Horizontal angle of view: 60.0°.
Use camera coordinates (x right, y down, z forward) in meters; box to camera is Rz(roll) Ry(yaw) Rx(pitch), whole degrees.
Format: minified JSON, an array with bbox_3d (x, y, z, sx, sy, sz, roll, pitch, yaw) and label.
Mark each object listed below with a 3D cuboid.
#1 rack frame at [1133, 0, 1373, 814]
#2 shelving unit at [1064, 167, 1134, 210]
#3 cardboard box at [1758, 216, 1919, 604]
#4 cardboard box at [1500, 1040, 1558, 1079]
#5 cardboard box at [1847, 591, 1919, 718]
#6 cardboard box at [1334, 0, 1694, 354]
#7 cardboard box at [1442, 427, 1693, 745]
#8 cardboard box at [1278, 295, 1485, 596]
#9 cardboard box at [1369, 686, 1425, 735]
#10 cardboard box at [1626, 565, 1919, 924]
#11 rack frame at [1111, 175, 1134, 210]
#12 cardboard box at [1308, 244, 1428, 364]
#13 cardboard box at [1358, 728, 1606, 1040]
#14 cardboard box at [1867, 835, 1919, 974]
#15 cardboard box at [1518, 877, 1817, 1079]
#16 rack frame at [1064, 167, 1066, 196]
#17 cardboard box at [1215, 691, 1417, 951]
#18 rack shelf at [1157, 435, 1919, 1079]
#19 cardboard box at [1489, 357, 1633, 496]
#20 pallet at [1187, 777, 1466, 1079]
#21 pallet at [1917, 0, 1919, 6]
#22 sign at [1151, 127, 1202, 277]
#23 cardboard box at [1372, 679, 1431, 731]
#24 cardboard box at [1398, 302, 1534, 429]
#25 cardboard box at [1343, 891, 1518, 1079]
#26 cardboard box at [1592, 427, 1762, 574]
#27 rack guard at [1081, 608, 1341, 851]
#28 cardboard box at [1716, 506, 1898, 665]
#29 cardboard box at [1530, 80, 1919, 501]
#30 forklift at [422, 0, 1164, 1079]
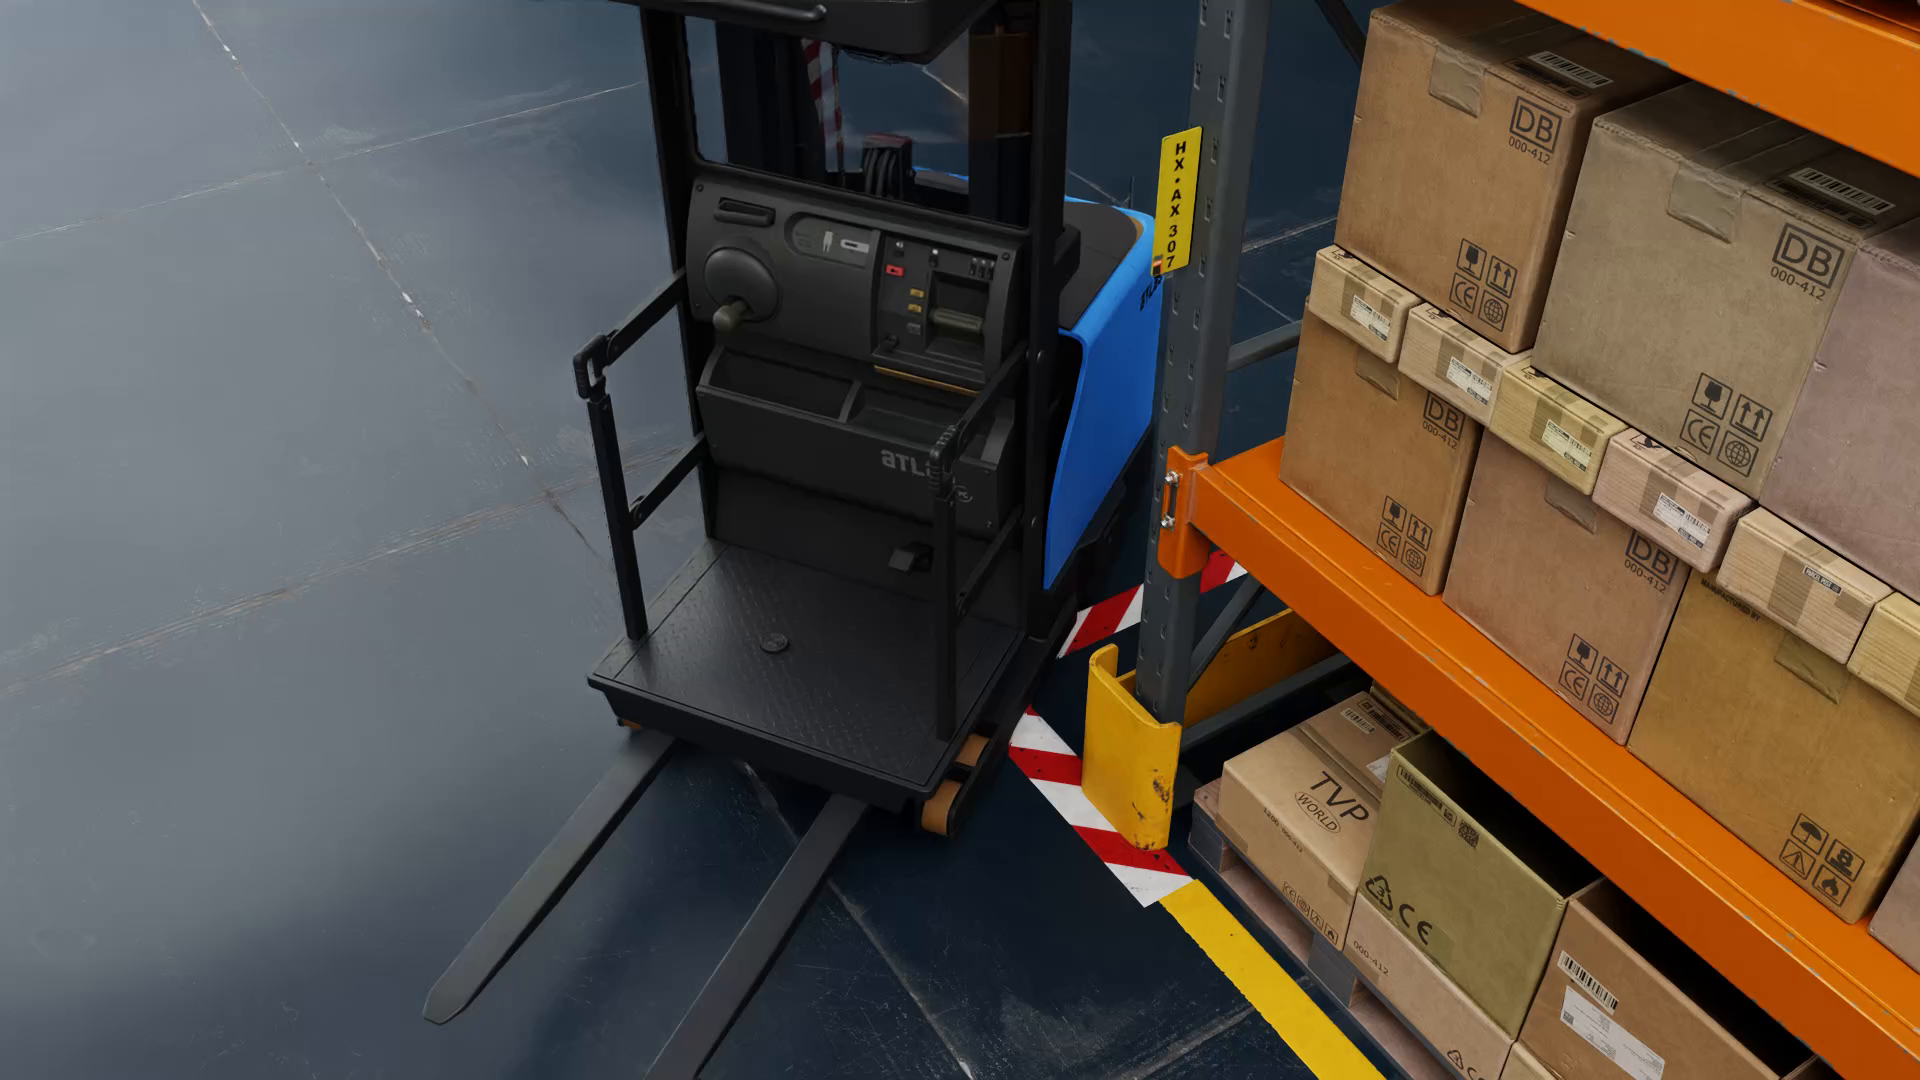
[{"bbox_3d":[0.929,-0.539,4.053,1.000,3.000,0.127,-22,45,-24],"label":"rack frame"},{"bbox_3d":[0.429,-0.795,5.885,0.252,1.050,0.215,16,42,18],"label":"shelving unit"},{"bbox_3d":[1.756,-0.237,2.599,0.700,0.500,0.500,-22,45,-24],"label":"cardboard box"},{"bbox_3d":[1.570,1.261,3.713,0.500,0.250,0.500,-22,45,-24],"label":"cardboard box"},{"bbox_3d":[1.652,0.154,2.637,0.380,0.149,0.250,-23,45,-25],"label":"cardboard box"},{"bbox_3d":[1.197,-0.790,3.264,0.700,0.500,0.500,-22,45,-24],"label":"cardboard box"},{"bbox_3d":[1.455,-0.039,3.375,0.700,0.500,0.500,-21,44,-23],"label":"cardboard box"},{"bbox_3d":[1.169,-0.321,3.713,0.700,0.500,0.500,-22,45,-24],"label":"cardboard box"},{"bbox_3d":[1.466,0.544,4.574,0.500,0.250,0.500,-22,45,-24],"label":"cardboard box"},{"bbox_3d":[1.717,0.231,3.051,0.700,0.500,0.500,-22,45,-24],"label":"cardboard box"},{"bbox_3d":[0.540,-0.764,5.846,0.008,1.050,0.200,16,42,18],"label":"rack frame"},{"bbox_3d":[0.958,-0.540,3.470,0.380,0.149,0.250,-23,45,-25],"label":"cardboard box"},{"bbox_3d":[1.300,0.704,3.796,0.500,0.500,0.500,-22,45,-24],"label":"cardboard box"},{"bbox_3d":[2.004,0.514,2.712,0.700,0.500,0.500,-21,44,-23],"label":"cardboard box"},{"bbox_3d":[1.579,0.969,3.478,0.500,0.500,0.500,-22,45,-24],"label":"cardboard box"},{"bbox_3d":[0.317,-0.827,5.923,0.008,1.050,0.200,16,42,18],"label":"rack frame"},{"bbox_3d":[1.029,0.723,4.360,0.500,0.250,0.500,-22,45,-24],"label":"cardboard box"},{"bbox_3d":[2.004,0.817,2.988,1.077,0.370,4.000,-22,45,-24],"label":"rack shelf"},{"bbox_3d":[1.235,-0.264,3.138,0.380,0.149,0.250,-22,45,-24],"label":"cardboard box"},{"bbox_3d":[1.375,0.931,4.468,1.003,0.211,1.213,-22,45,-24],"label":"pallet"},{"bbox_3d":[1.947,-0.607,1.861,1.003,0.211,1.213,-22,45,-24],"label":"pallet"},{"bbox_3d":[0.457,-0.714,3.525,0.100,0.325,0.005,-22,45,-24],"label":"sign"},{"bbox_3d":[1.468,0.255,4.334,0.500,0.500,0.500,-22,45,-24],"label":"cardboard box"},{"bbox_3d":[1.102,-0.399,3.300,0.380,0.149,0.250,-23,45,-25],"label":"cardboard box"},{"bbox_3d":[1.301,0.991,4.037,0.500,0.250,0.500,-22,45,-24],"label":"cardboard box"},{"bbox_3d":[1.369,-0.127,2.974,0.380,0.149,0.250,-23,45,-25],"label":"cardboard box"},{"bbox_3d":[0.916,0.409,4.869,1.175,0.500,0.348,-22,45,-24],"label":"rack guard"},{"bbox_3d":[1.514,0.016,2.802,0.380,0.149,0.250,-24,45,-26],"label":"cardboard box"},{"bbox_3d":[1.485,-0.508,2.925,0.700,0.500,0.500,-23,45,-25],"label":"cardboard box"},{"bbox_3d":[-0.382,-0.601,4.182,1.130,2.935,3.031,16,42,18],"label":"forklift"}]
